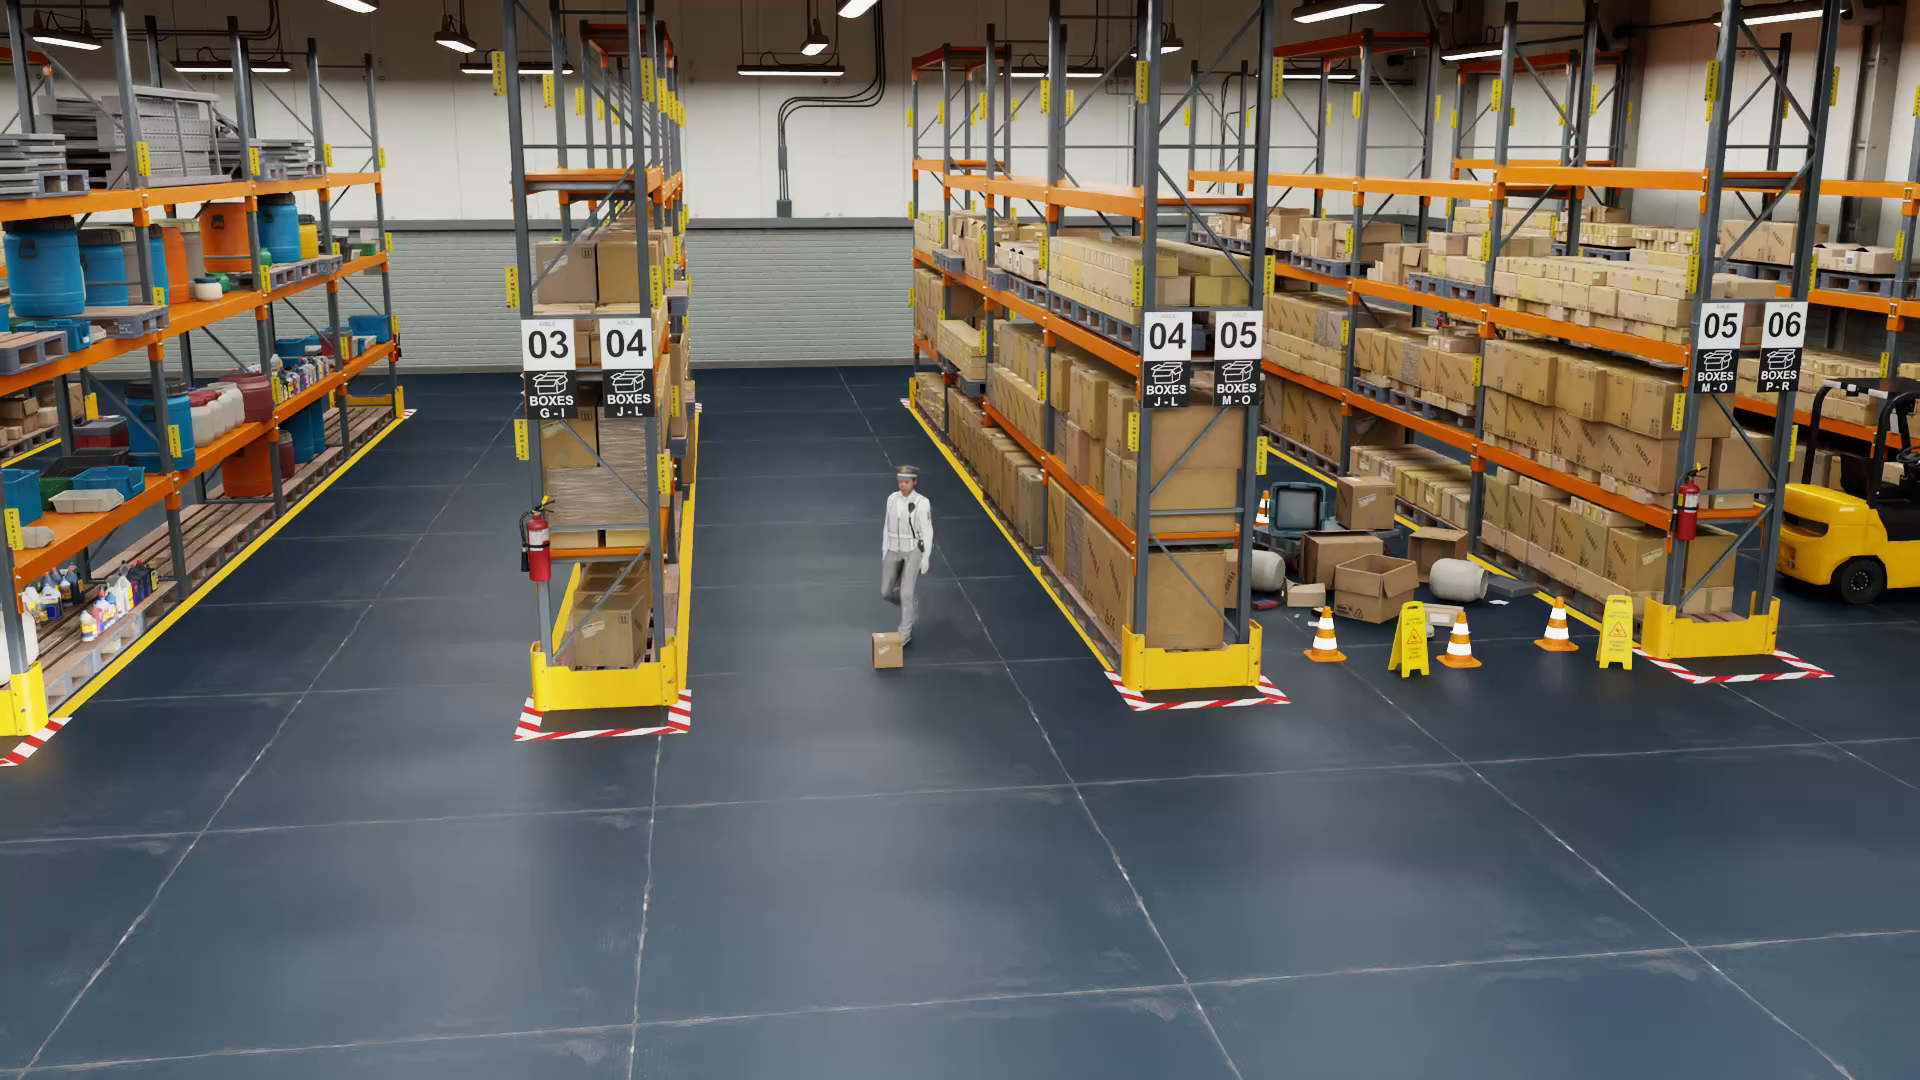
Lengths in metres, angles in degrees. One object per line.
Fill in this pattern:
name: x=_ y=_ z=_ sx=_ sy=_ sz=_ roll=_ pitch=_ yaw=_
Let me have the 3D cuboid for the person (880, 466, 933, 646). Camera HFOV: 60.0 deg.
person: x=-0.490 y=0.117 z=15.379 sx=0.510 sy=1.671 sz=0.573 roll=7 pitch=15 yaw=28
